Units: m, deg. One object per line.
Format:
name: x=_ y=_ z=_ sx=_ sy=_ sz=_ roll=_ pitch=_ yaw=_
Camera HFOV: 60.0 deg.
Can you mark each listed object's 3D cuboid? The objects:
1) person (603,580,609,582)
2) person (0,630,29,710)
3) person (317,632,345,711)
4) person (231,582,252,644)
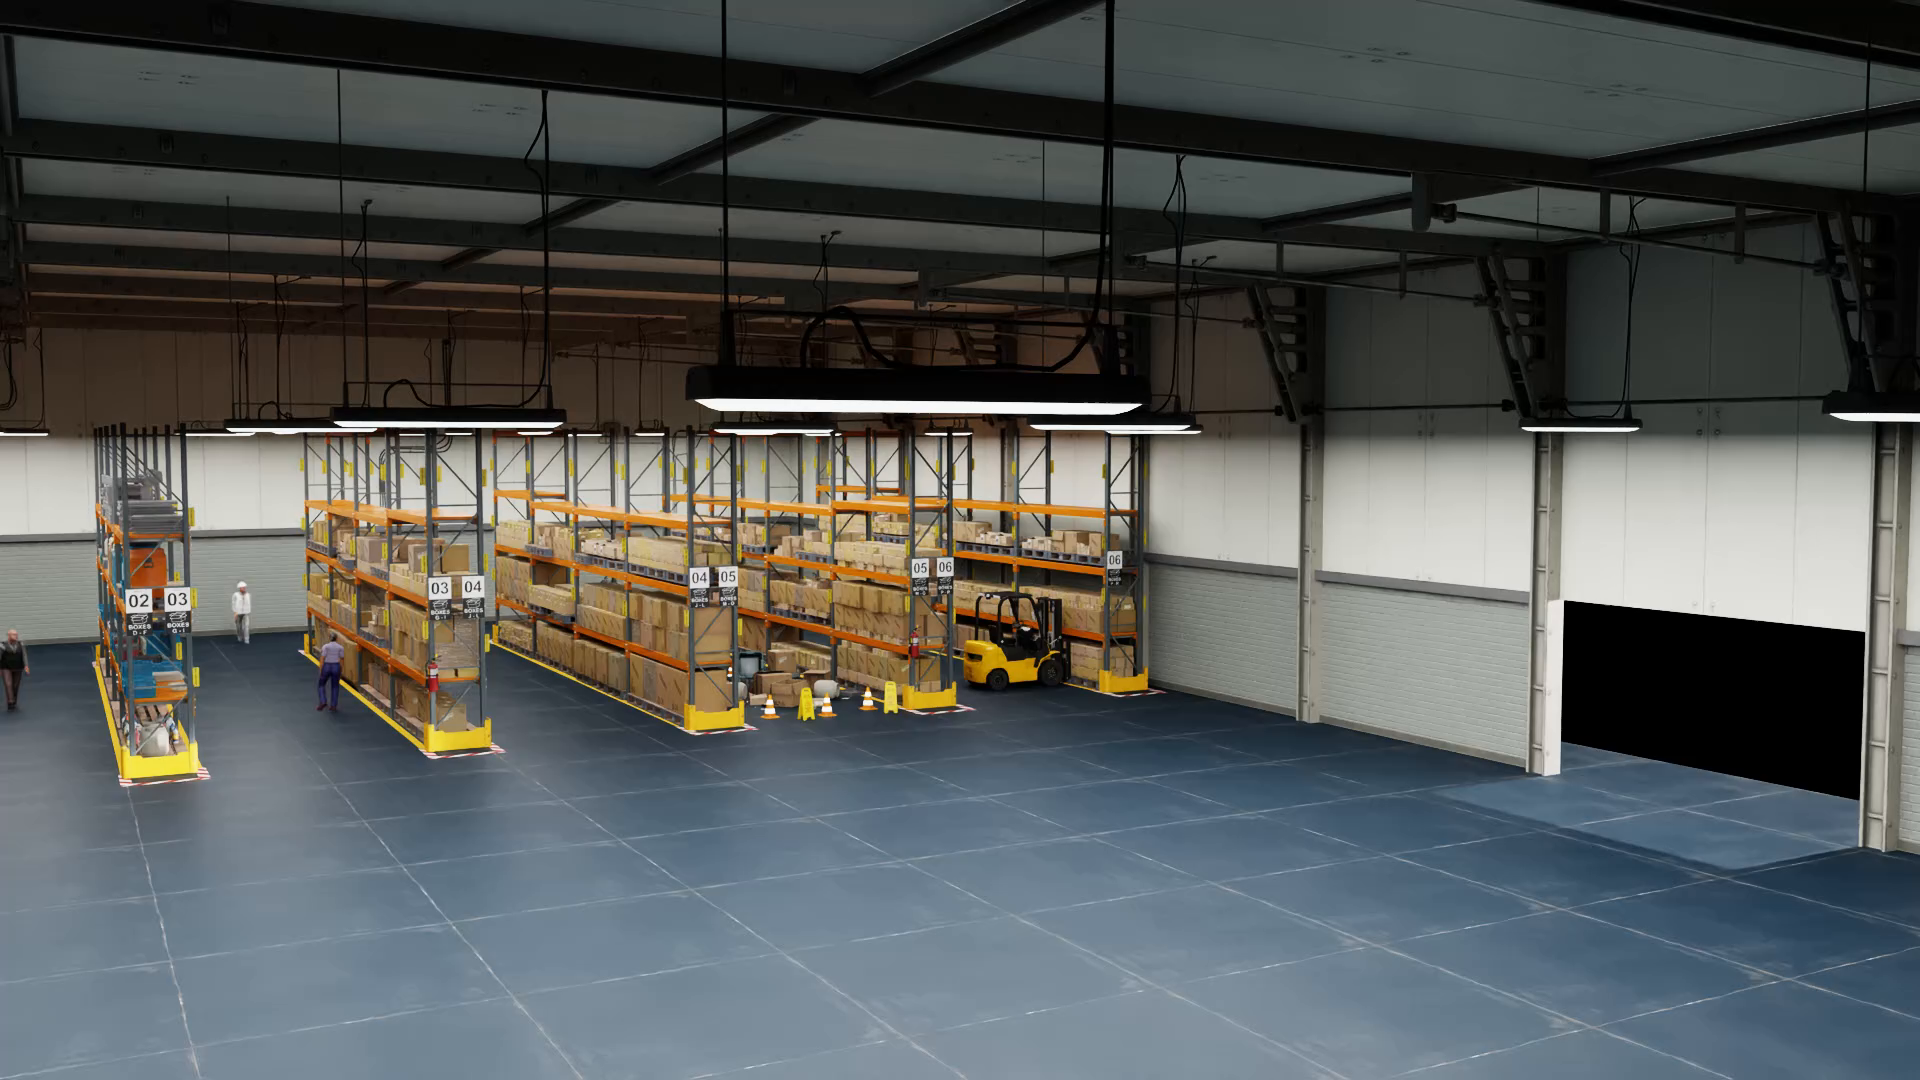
person: x=-10.244 y=1.994 z=48.199 sx=0.768 sy=1.657 sz=0.509 roll=-1 pitch=4 yaw=-20
person: x=-20.148 y=2.739 z=35.361 sx=0.594 sy=1.663 sz=1.094 roll=-3 pitch=4 yaw=-40
person: x=-13.281 y=2.774 z=35.064 sx=0.586 sy=1.657 sz=0.398 roll=-2 pitch=4 yaw=-28
person: x=-20.087 y=2.030 z=46.504 sx=0.533 sy=1.713 sz=1.069 roll=-2 pitch=4 yaw=-26
